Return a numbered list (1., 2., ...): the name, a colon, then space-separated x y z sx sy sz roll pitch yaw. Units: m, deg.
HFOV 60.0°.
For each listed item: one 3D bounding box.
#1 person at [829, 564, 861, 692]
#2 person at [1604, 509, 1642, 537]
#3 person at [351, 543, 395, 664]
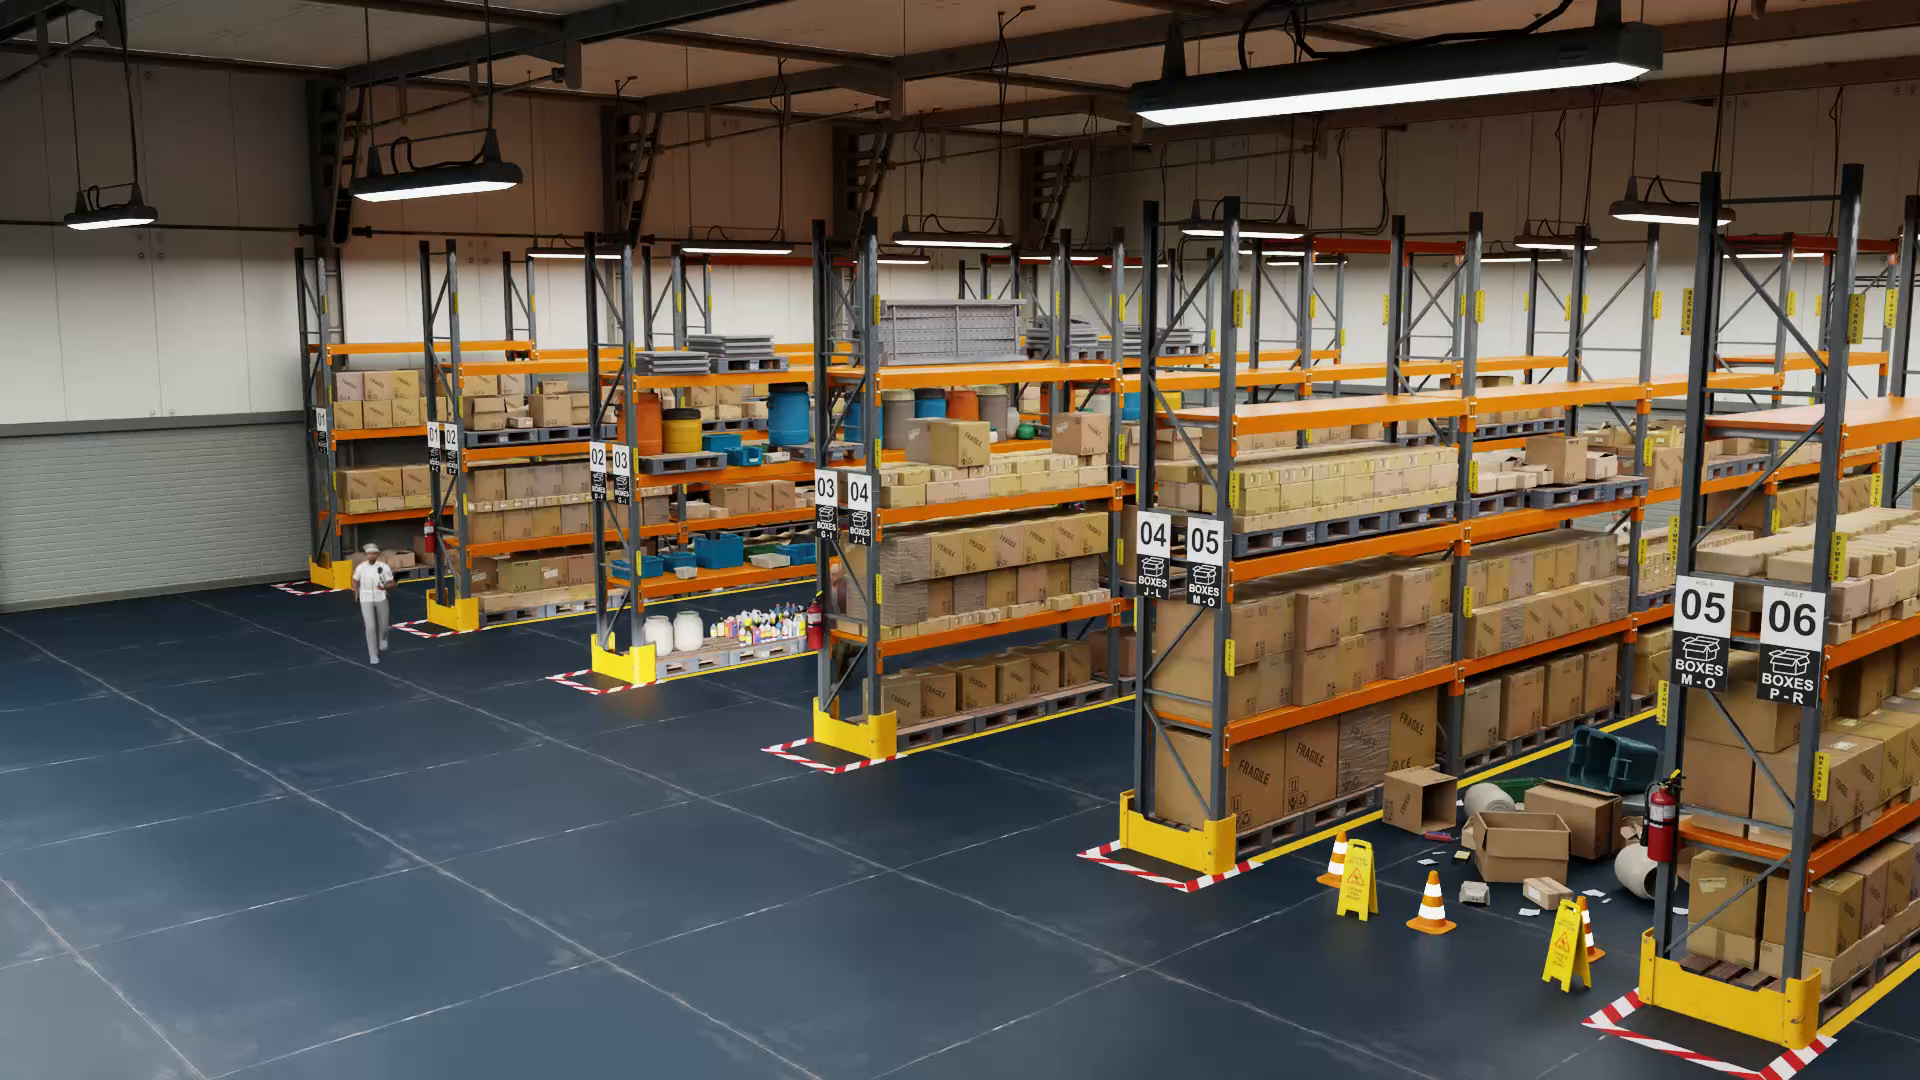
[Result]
1. person: -1.522 1.129 21.992 0.705 1.717 0.805 3 9 22
2. person: 11.185 0.242 28.075 0.658 1.624 0.575 7 11 38
3. person: -8.333 0.867 23.652 0.587 1.672 0.892 -3 9 -18
